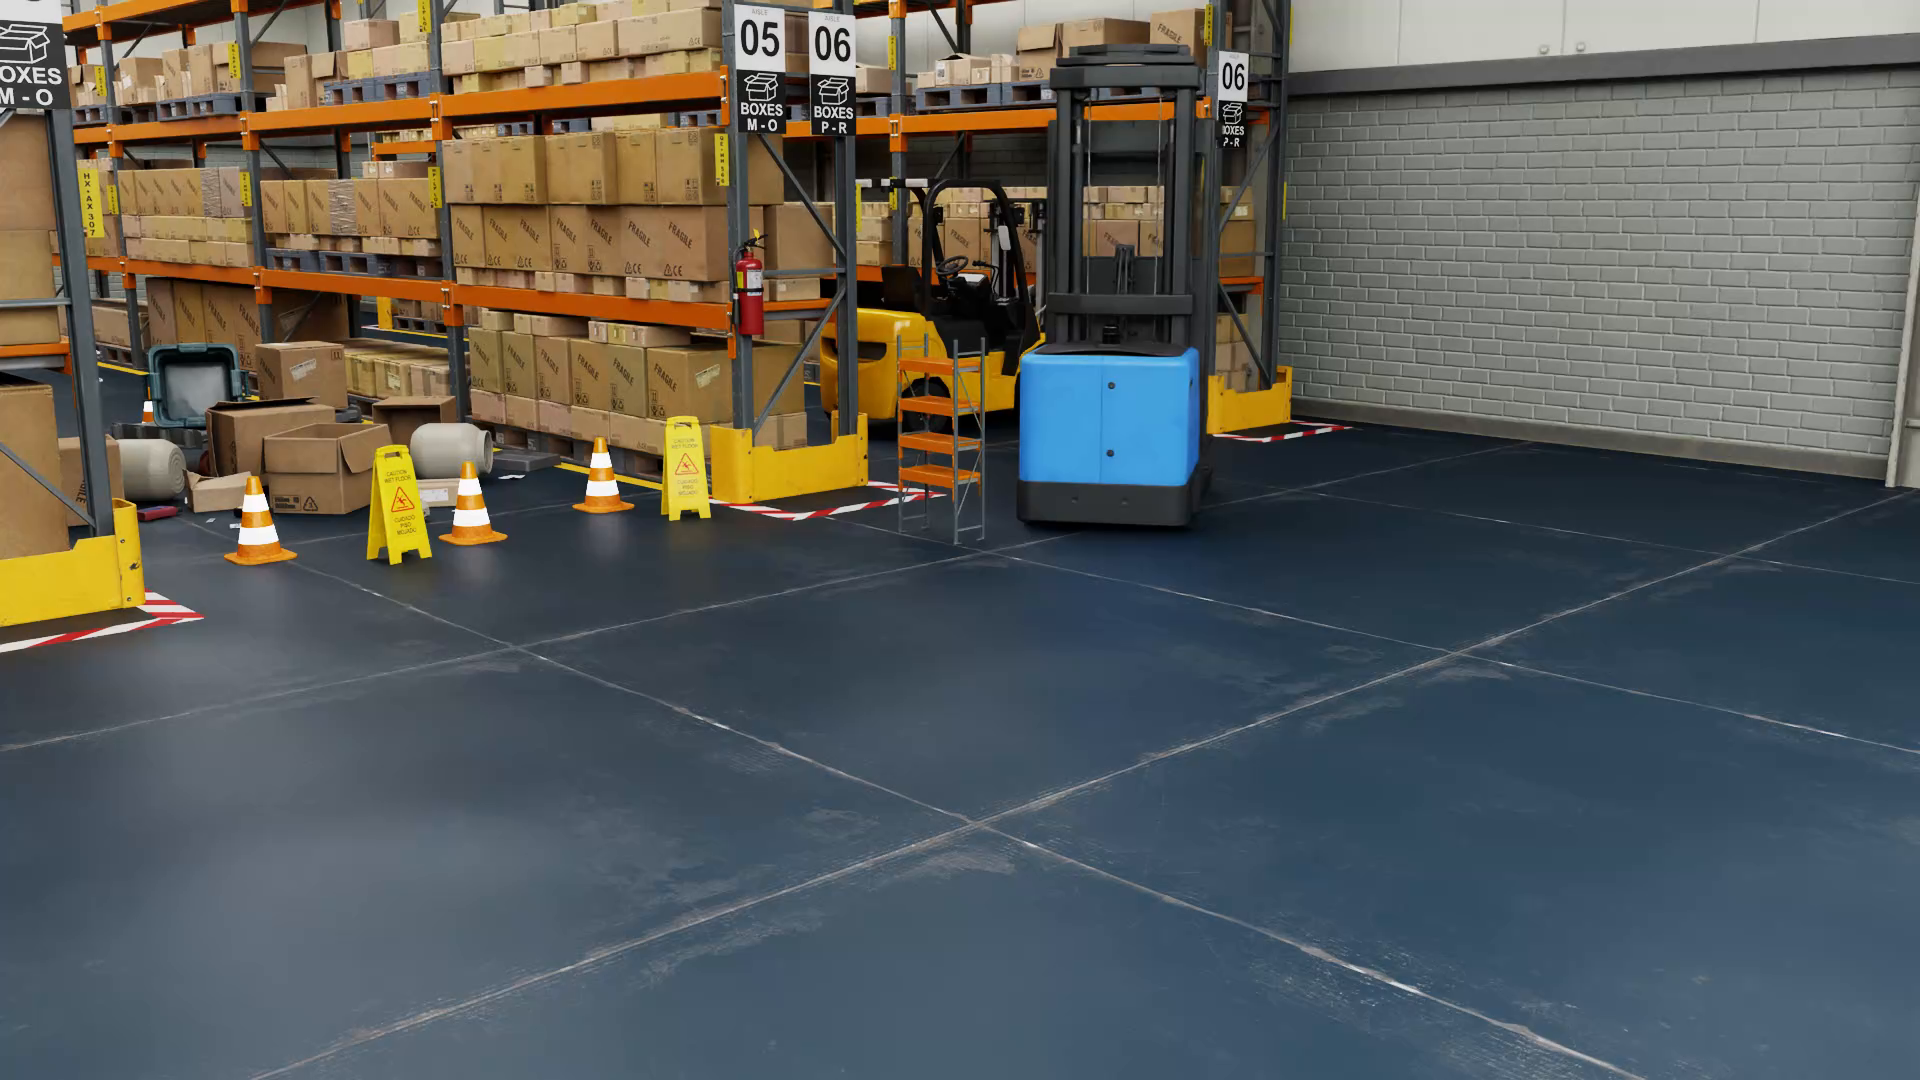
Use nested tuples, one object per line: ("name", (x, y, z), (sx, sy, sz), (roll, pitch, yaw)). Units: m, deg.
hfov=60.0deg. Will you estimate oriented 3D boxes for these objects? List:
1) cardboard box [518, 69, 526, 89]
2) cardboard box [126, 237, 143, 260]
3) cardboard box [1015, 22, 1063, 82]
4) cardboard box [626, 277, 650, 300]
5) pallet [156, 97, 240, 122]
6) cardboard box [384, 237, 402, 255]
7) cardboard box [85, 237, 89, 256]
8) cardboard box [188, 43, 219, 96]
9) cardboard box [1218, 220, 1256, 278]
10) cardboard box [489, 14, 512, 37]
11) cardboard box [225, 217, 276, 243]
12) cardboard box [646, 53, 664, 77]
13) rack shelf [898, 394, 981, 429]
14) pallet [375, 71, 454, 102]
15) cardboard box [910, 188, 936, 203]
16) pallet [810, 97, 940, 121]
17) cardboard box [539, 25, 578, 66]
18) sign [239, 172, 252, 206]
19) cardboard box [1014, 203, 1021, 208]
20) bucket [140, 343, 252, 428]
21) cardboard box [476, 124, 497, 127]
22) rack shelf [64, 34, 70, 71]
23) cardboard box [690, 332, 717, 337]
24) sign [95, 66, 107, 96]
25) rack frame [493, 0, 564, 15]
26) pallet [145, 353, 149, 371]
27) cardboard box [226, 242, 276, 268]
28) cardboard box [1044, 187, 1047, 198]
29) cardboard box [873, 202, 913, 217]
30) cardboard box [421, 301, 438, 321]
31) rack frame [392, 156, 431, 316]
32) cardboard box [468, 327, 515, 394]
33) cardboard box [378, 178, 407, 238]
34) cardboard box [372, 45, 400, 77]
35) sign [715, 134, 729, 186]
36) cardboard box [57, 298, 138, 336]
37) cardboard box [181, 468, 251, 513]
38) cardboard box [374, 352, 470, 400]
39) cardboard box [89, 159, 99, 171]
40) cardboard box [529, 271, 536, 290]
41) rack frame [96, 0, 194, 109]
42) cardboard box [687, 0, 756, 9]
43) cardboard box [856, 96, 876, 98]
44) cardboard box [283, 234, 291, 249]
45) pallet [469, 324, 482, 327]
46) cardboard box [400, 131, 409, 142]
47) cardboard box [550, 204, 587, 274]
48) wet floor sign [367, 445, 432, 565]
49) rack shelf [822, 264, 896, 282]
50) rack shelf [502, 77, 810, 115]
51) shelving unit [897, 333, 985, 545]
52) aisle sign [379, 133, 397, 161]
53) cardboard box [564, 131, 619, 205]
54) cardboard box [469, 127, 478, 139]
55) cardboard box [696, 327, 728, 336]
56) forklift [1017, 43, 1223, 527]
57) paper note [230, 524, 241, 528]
("cardboard box", (-3.128, -3.500, 12.653), (0.250, 0.149, 0.380), (11, 16, 43))
("cardboard box", (-9.289, -3.376, 19.234), (0.500, 0.250, 0.500), (11, 16, 44))
("cardboard box", (0.979, -4.550, 15.585), (0.797, 0.503, 0.637), (-10, 15, -41))
("cardboard box", (-2.145, -1.796, 11.817), (0.380, 0.149, 0.250), (-11, 16, -42))
("pallet", (-7.897, -4.592, 17.802), (1.003, 0.211, 1.213), (-10, 15, -40))
("cardboard box", (-4.806, -2.575, 14.560), (0.380, 0.149, 0.250), (-11, 16, -43))
("cardboard box", (-10.625, -3.777, 20.562), (0.500, 0.500, 0.500), (-11, 16, -43))
("cardboard box", (-7.461, -4.808, 17.093), (0.500, 0.500, 0.700), (11, 16, 42))
("cardboard box", (2.331, -2.651, 15.097), (0.500, 0.500, 0.500), (-10, 15, -41))
("cardboard box", (-3.358, -3.912, 12.679), (0.380, 0.149, 0.250), (-11, 16, -43))
("cardboard box", (-7.158, -3.173, 17.011), (0.500, 0.250, 0.500), (-11, 16, -43))
("cardboard box", (-1.919, -3.233, 11.360), (0.380, 0.149, 0.250), (-10, 15, -41))
("rack shelf", (-0.114, -0.765, 9.876), (0.258, 0.148, 0.480), (-11, 16, -43))
("pallet", (-4.227, -3.865, 14.268), (1.213, 0.211, 1.003), (-11, 16, -43))
("cardboard box", (-0.285, -3.499, 16.870), (0.380, 0.149, 0.250), (-10, 16, -41))
("pallet", (-0.909, -4.577, 17.735), (1.217, 0.209, 0.805), (11, 16, 43))
("cardboard box", (-2.722, -3.599, 12.149), (0.500, 0.250, 0.500), (-11, 16, -42))
("sign", (-7.039, -3.456, 16.381), (0.100, 0.325, 0.005), (-11, 16, -43))
("cardboard box", (0.603, -3.167, 15.997), (0.250, 0.149, 0.380), (11, 16, 43))
("bucket", (-5.627, -1.121, 12.262), (0.726, 0.611, 0.620), (-5, 3, -23))
("cardboard box", (-6.329, -5.819, 22.924), (0.500, 0.250, 0.500), (-11, 16, -42))
("rack shelf", (-6.007, -2.503, 8.976), (1.077, 0.370, 4.000), (-11, 16, -43))
("cardboard box", (-2.194, -1.335, 12.871), (0.500, 0.500, 0.500), (-10, 16, -41))
("sign", (-9.803, -5.234, 18.970), (0.100, 0.325, 0.005), (-11, 16, -43))
("rack frame", (-5.815, -7.181, 22.464), (1.000, 3.000, 0.127), (-11, 16, -43))
("pallet", (-8.815, -2.082, 19.495), (1.003, 0.211, 1.213), (-11, 16, -43))
("cardboard box", (-7.177, -2.930, 17.073), (0.500, 0.250, 0.500), (11, 16, 43))
("cardboard box", (1.009, -3.249, 15.657), (0.380, 0.149, 0.250), (-11, 16, -42))
("cardboard box", (-0.687, -3.460, 17.418), (0.380, 0.149, 0.250), (-10, 15, -41))
("cardboard box", (-7.661, -3.575, 24.983), (0.700, 0.500, 0.500), (-10, 15, -40))
("rack frame", (-8.580, -4.826, 25.900), (0.949, 2.616, 0.053), (-11, 16, -43))
("cardboard box", (-3.666, -1.485, 13.601), (0.500, 0.500, 0.500), (-10, 15, -40))
("cardboard box", (-4.706, -2.890, 14.482), (0.500, 0.500, 0.500), (-11, 16, -42))
("cardboard box", (-4.732, -4.123, 14.390), (0.500, 0.250, 0.500), (-11, 16, -42))
("sign", (-2.092, -4.828, 15.298), (6.174, 3.135, 7.992), (-11, 16, -43))
("cardboard box", (-11.637, -3.002, 22.359), (0.875, 0.438, 0.875), (11, 16, 43))
("cardboard box", (-4.869, -0.345, 10.926), (0.396, 0.266, 0.258), (-8, 14, -33))
("cardboard box", (-4.741, -1.482, 15.142), (0.950, 0.372, 0.625), (-10, 15, -39))
("cardboard box", (-10.302, -4.533, 20.146), (0.380, 0.149, 0.250), (-11, 16, -43))
("cardboard box", (-3.122, -2.029, 12.949), (0.380, 0.149, 0.250), (-11, 16, -43))
("rack frame", (-9.402, -6.488, 19.104), (1.000, 3.000, 0.127), (-11, 16, -43))
("cardboard box", (-1.562, -3.544, 10.891), (0.380, 0.149, 0.250), (-11, 16, -42))
("cardboard box", (-0.994, -4.847, 17.903), (0.380, 0.149, 0.250), (-11, 16, -43))
("cardboard box", (-6.379, -2.930, 16.280), (0.250, 0.149, 0.380), (11, 16, 42))
("pallet", (-6.288, -2.977, 23.838), (1.003, 0.211, 1.213), (-11, 16, -43))
("cardboard box", (-8.063, -5.968, 24.635), (0.380, 0.149, 0.250), (-10, 16, -41))
("cardboard box", (-2.711, -2.258, 12.453), (0.500, 0.500, 0.500), (-11, 16, -42))
("wet floor sign", (-3.174, -0.213, 9.345), (0.232, 0.644, 0.267), (8, 14, 35))
("rack shelf", (-1.671, -3.014, 18.891), (1.077, 0.370, 4.000), (-11, 16, -43))
("rack shelf", (-2.497, -3.303, 12.375), (0.919, 0.124, 3.809), (-11, 16, -43))
("shelving unit", (-0.114, -0.612, 9.908), (0.258, 1.200, 0.503), (-11, 16, -43))
("aisle sign", (-8.837, -6.068, 25.490), (0.394, 0.787, 0.004), (-11, 16, -43))
("cardboard box", (-2.397, -2.662, 11.937), (0.700, 0.500, 0.500), (-11, 16, -43))
("cardboard box", (-6.623, -5.676, 23.218), (0.380, 0.149, 0.250), (-10, 15, -41))
("cardboard box", (-2.632, -2.608, 19.982), (0.875, 0.625, 0.625), (-10, 15, -41))
("forklift", (1.165, -1.766, 11.220), (1.130, 2.935, 3.031), (3, 12, 12))
("paper note", (-4.452, -0.099, 10.318), (0.144, 0.017, 0.142), (-5, 13, -23))
